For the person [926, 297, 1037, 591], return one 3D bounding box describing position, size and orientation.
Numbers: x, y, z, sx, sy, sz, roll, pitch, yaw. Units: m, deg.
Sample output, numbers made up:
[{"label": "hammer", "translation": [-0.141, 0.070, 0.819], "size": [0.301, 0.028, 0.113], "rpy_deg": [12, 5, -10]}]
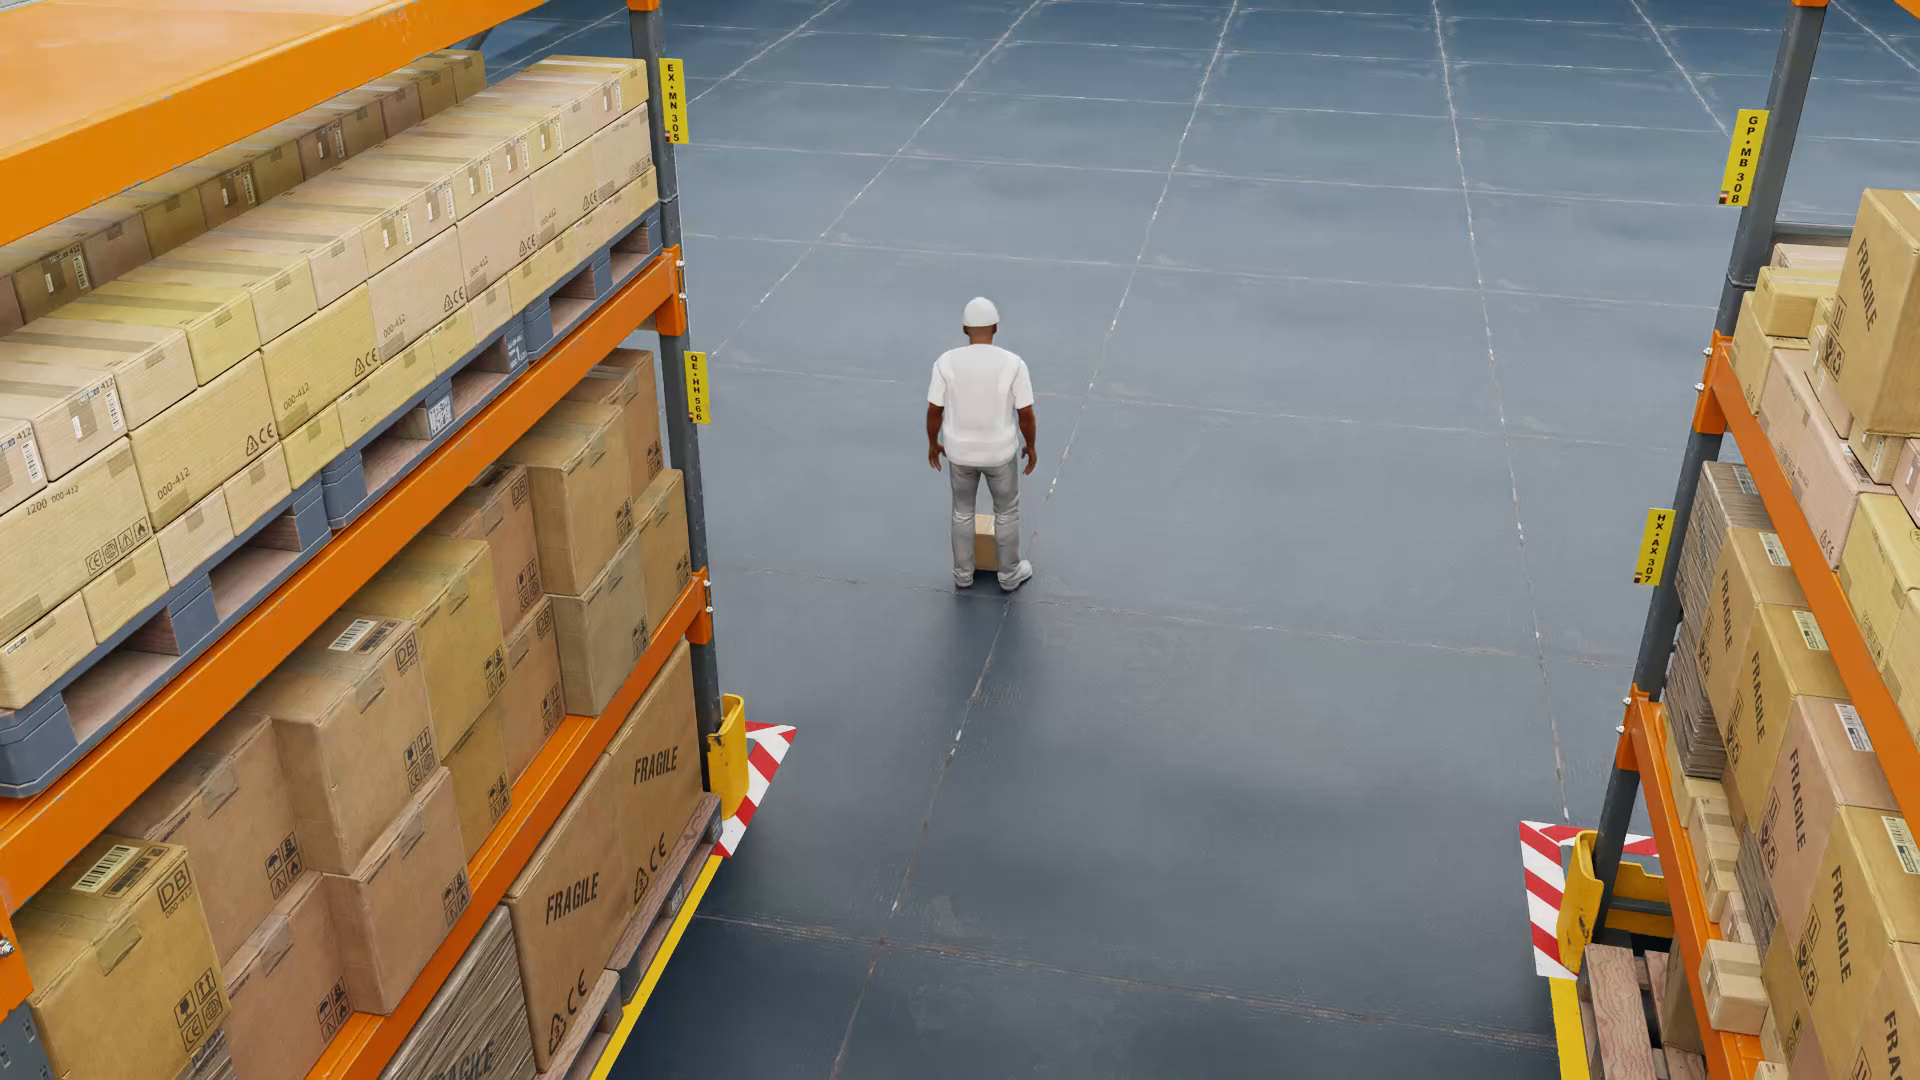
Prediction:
[{"label": "person", "translation": [0.127, -0.538, 9.589], "size": [0.634, 1.759, 0.460], "rpy_deg": [4, 29, 8]}]
